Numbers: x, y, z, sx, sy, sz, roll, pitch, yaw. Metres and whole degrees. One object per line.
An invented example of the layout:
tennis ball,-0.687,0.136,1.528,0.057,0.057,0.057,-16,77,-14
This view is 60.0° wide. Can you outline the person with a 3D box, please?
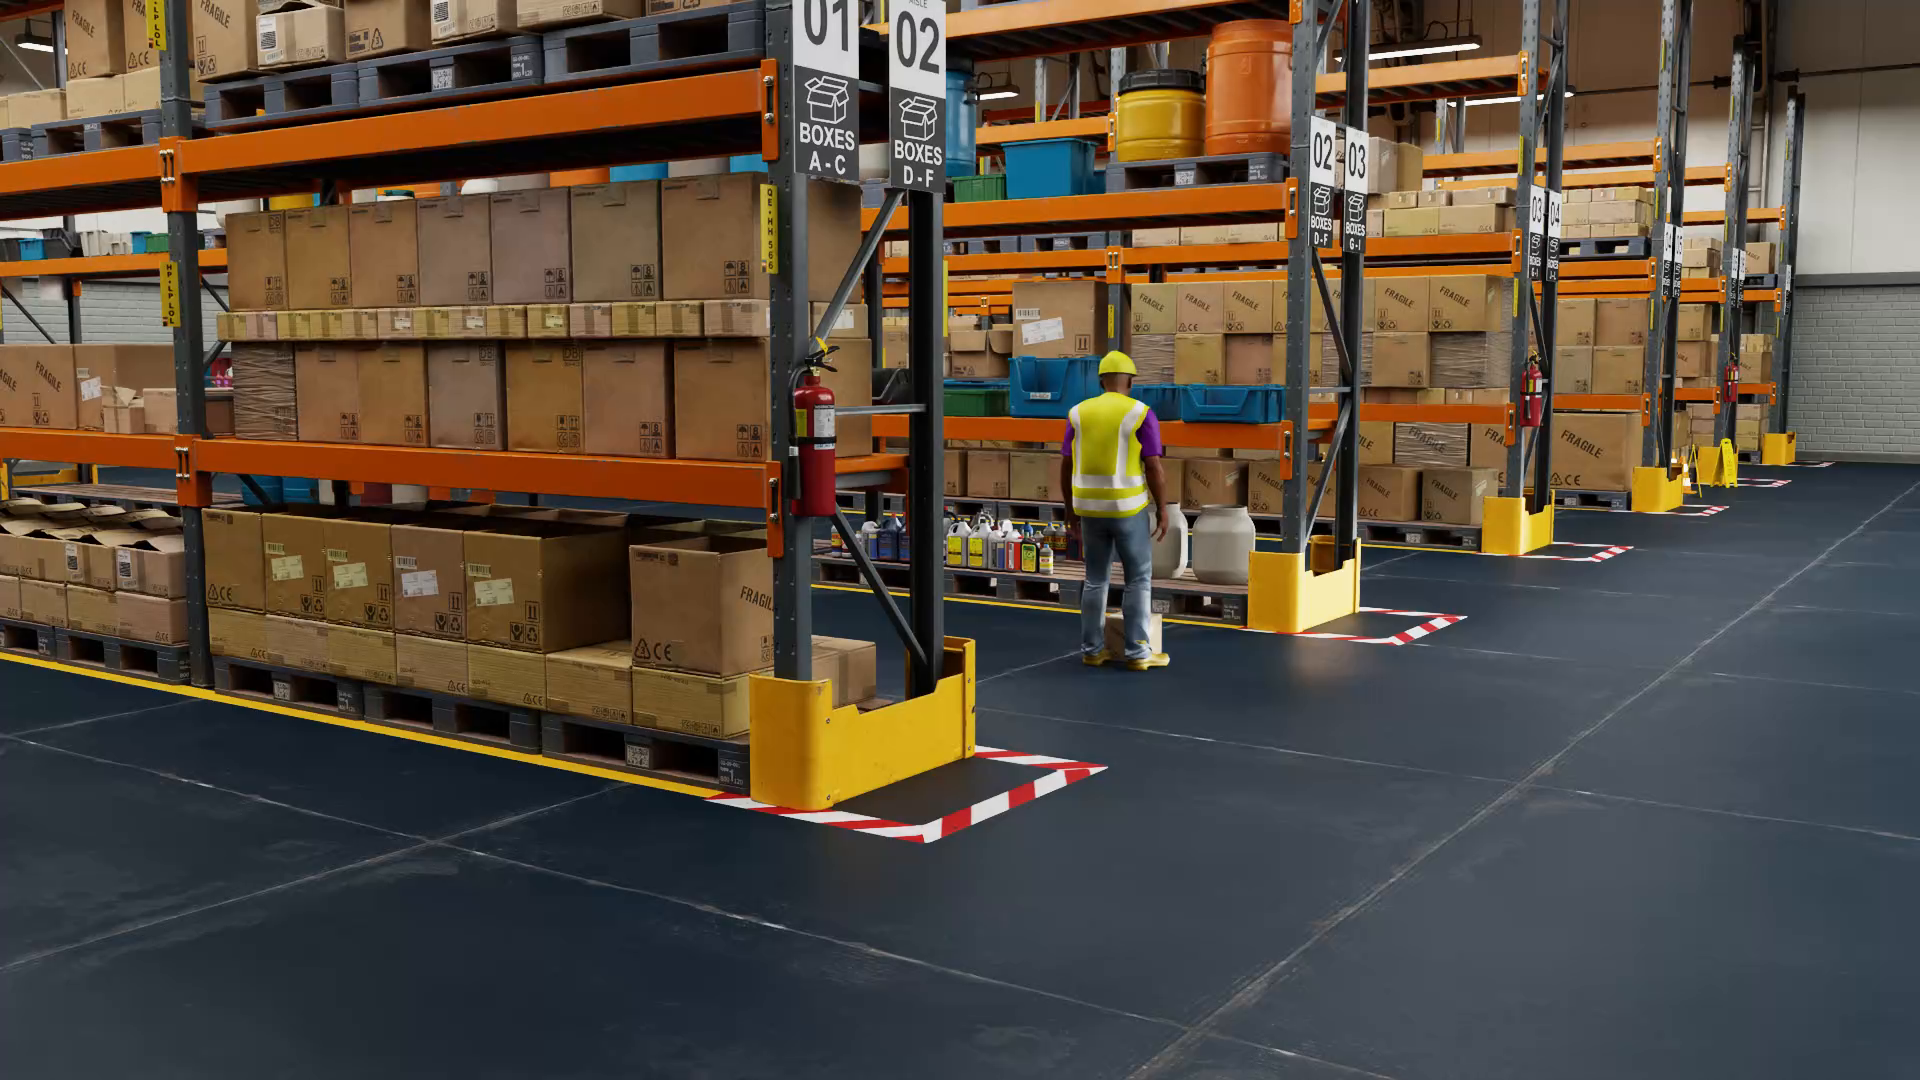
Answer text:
person,0.866,-0.171,9.281,0.629,1.759,0.460,4,7,30
